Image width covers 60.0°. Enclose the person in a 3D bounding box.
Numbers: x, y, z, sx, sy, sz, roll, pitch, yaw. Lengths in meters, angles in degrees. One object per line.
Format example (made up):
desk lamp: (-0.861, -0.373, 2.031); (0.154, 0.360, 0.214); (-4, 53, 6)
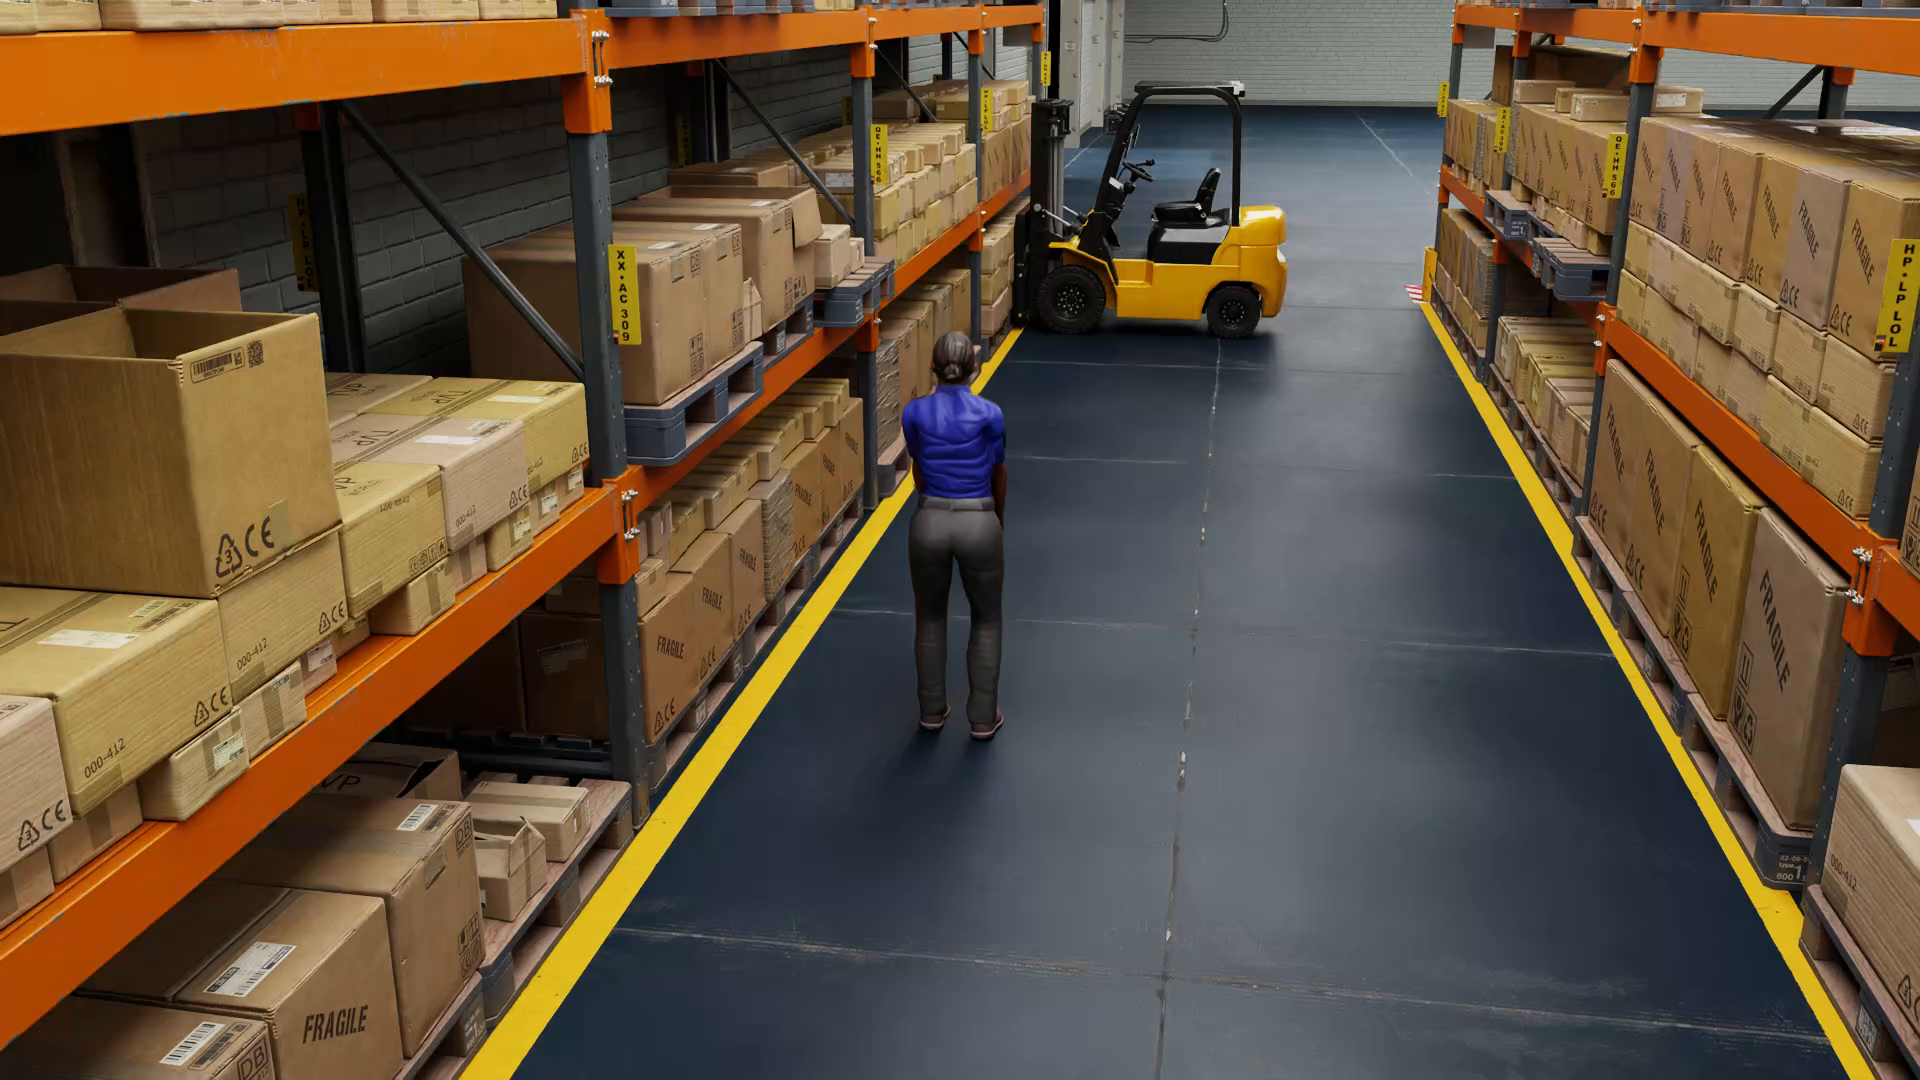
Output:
person: (-0.015, -0.033, 6.688); (0.413, 1.652, 0.521); (3, 18, 8)
